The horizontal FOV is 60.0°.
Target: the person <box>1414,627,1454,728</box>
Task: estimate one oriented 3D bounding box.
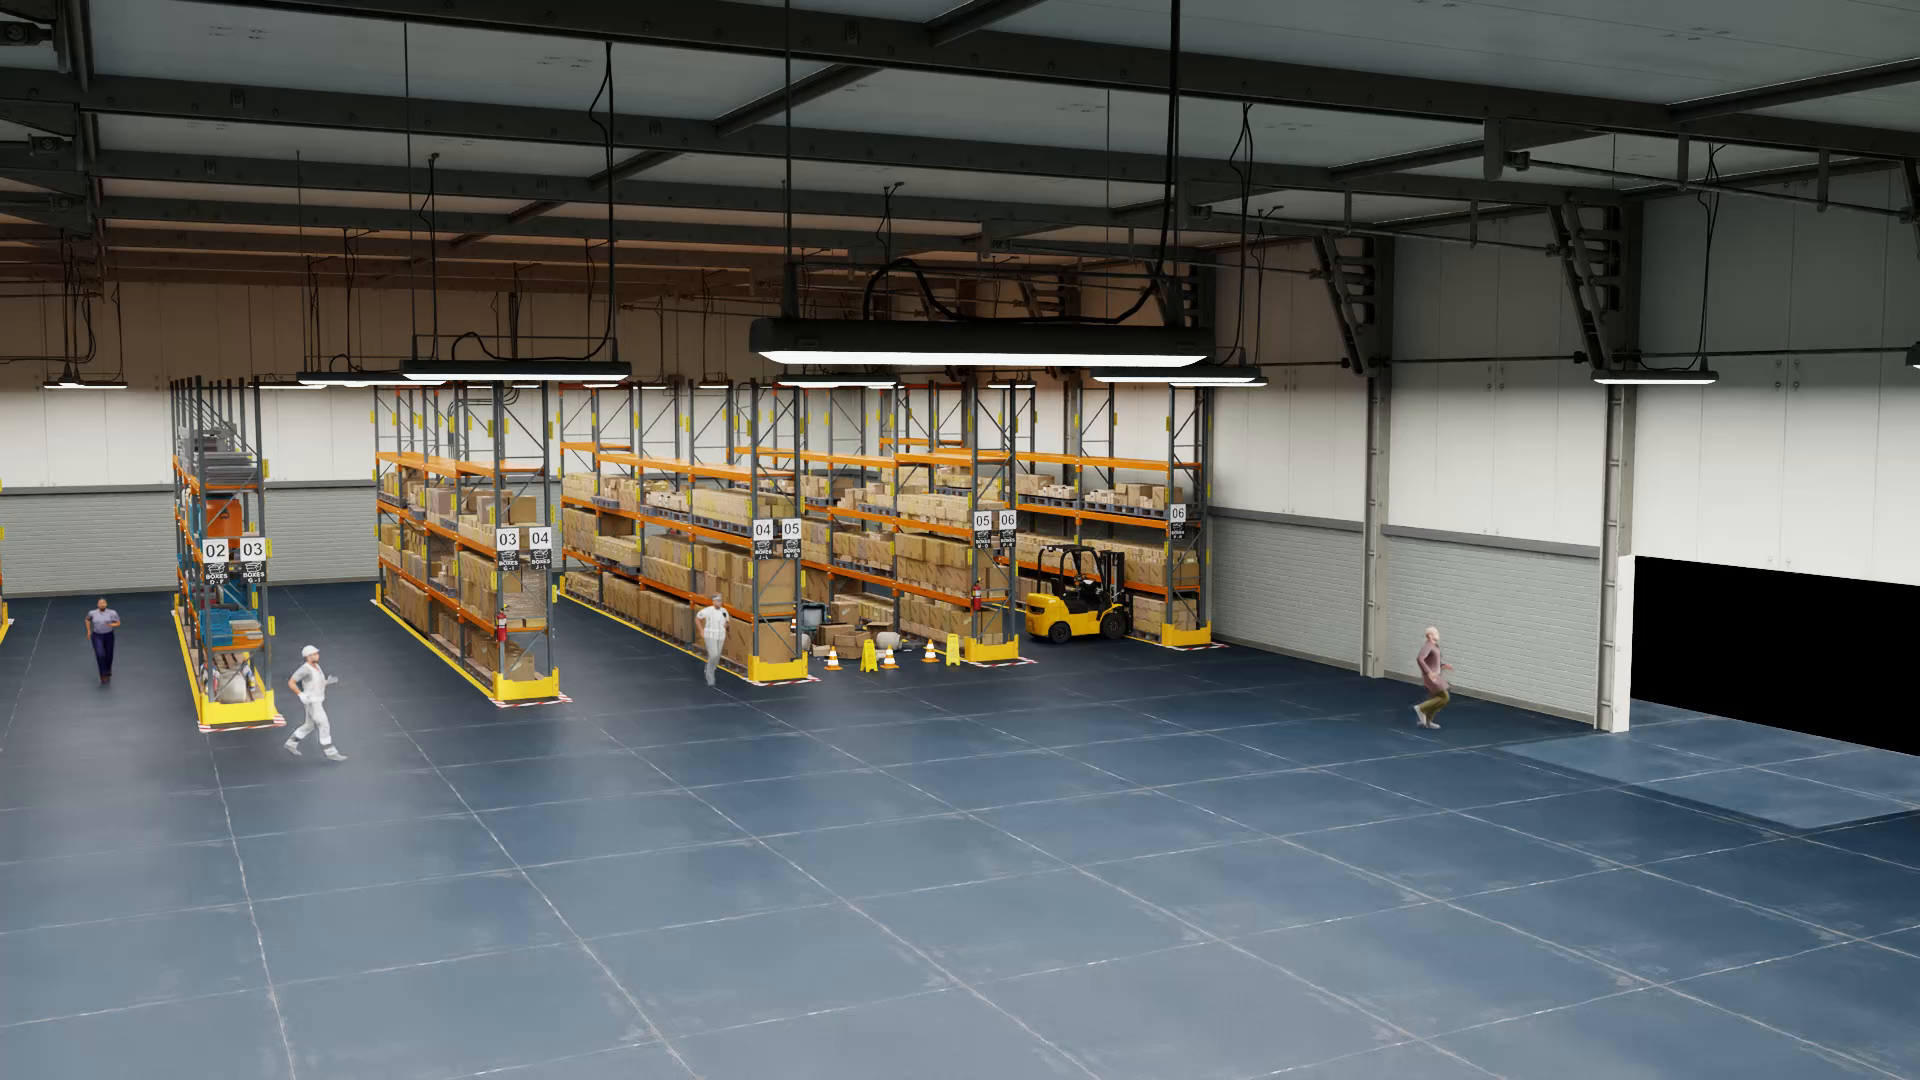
[{"bbox_3d":[8.062,2.347,28.258,0.628,1.734,0.705,2,5,19],"label":"person"}]

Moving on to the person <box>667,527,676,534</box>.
[{"bbox_3d":[-8.647,0.416,50.179,0.908,1.775,0.675,-2,5,-18],"label":"person"}]

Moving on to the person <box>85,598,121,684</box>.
[{"bbox_3d":[-16.940,1.961,32.902,0.599,1.638,0.937,-3,6,-32],"label":"person"}]

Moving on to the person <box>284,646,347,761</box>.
[{"bbox_3d":[-9.987,2.515,25.693,0.985,1.781,0.659,0,5,-5],"label":"person"}]

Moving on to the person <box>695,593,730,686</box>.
[{"bbox_3d":[-4.833,1.957,32.792,0.646,1.828,0.726,-4,7,-39],"label":"person"}]
